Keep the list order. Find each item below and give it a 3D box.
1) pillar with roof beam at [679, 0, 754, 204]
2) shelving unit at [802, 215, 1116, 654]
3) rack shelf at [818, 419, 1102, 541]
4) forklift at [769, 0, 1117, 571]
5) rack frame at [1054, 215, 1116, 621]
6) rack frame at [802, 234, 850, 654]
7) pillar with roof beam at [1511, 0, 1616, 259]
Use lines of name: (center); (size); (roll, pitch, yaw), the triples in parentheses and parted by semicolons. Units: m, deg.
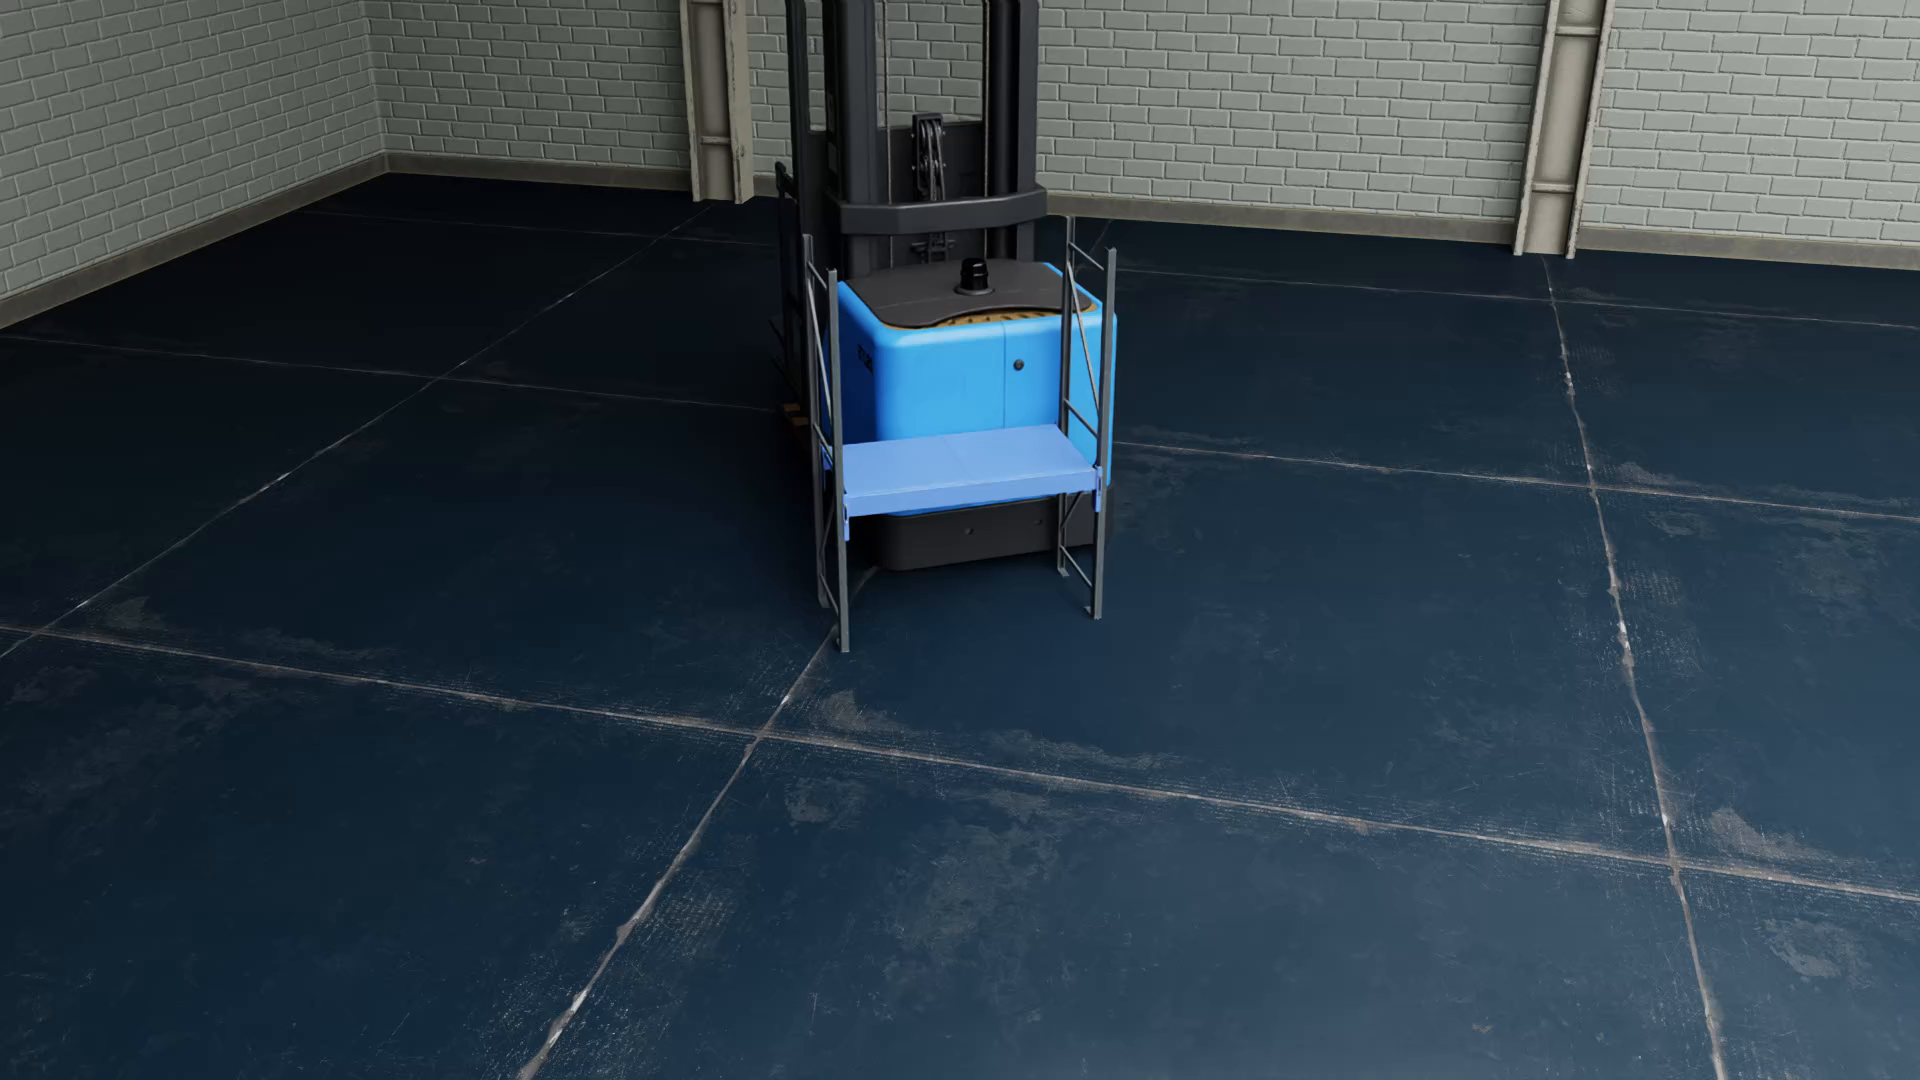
pillar with roof beam: (-2.884, -4.899, 7.072); (0.400, 9.000, 9.100); (6, 26, 13)
shelving unit: (-0.012, -0.404, 6.354); (1.048, 1.500, 0.538); (-7, 26, -14)
rack shelf: (-0.012, -0.242, 6.432); (1.000, 0.185, 0.538); (-7, 26, -14)
forklift: (-0.286, -1.809, 7.640); (1.130, 2.935, 3.031); (-8, 27, -16)
rack frame: (0.478, -0.462, 6.476); (0.032, 1.500, 0.500); (-7, 26, -14)
rack frame: (-0.502, -0.347, 6.233); (0.032, 1.500, 0.500); (-7, 26, -14)
pillar with roof beam: (2.927, -4.257, 5.723); (0.400, 9.000, 9.100); (6, 26, 13)
